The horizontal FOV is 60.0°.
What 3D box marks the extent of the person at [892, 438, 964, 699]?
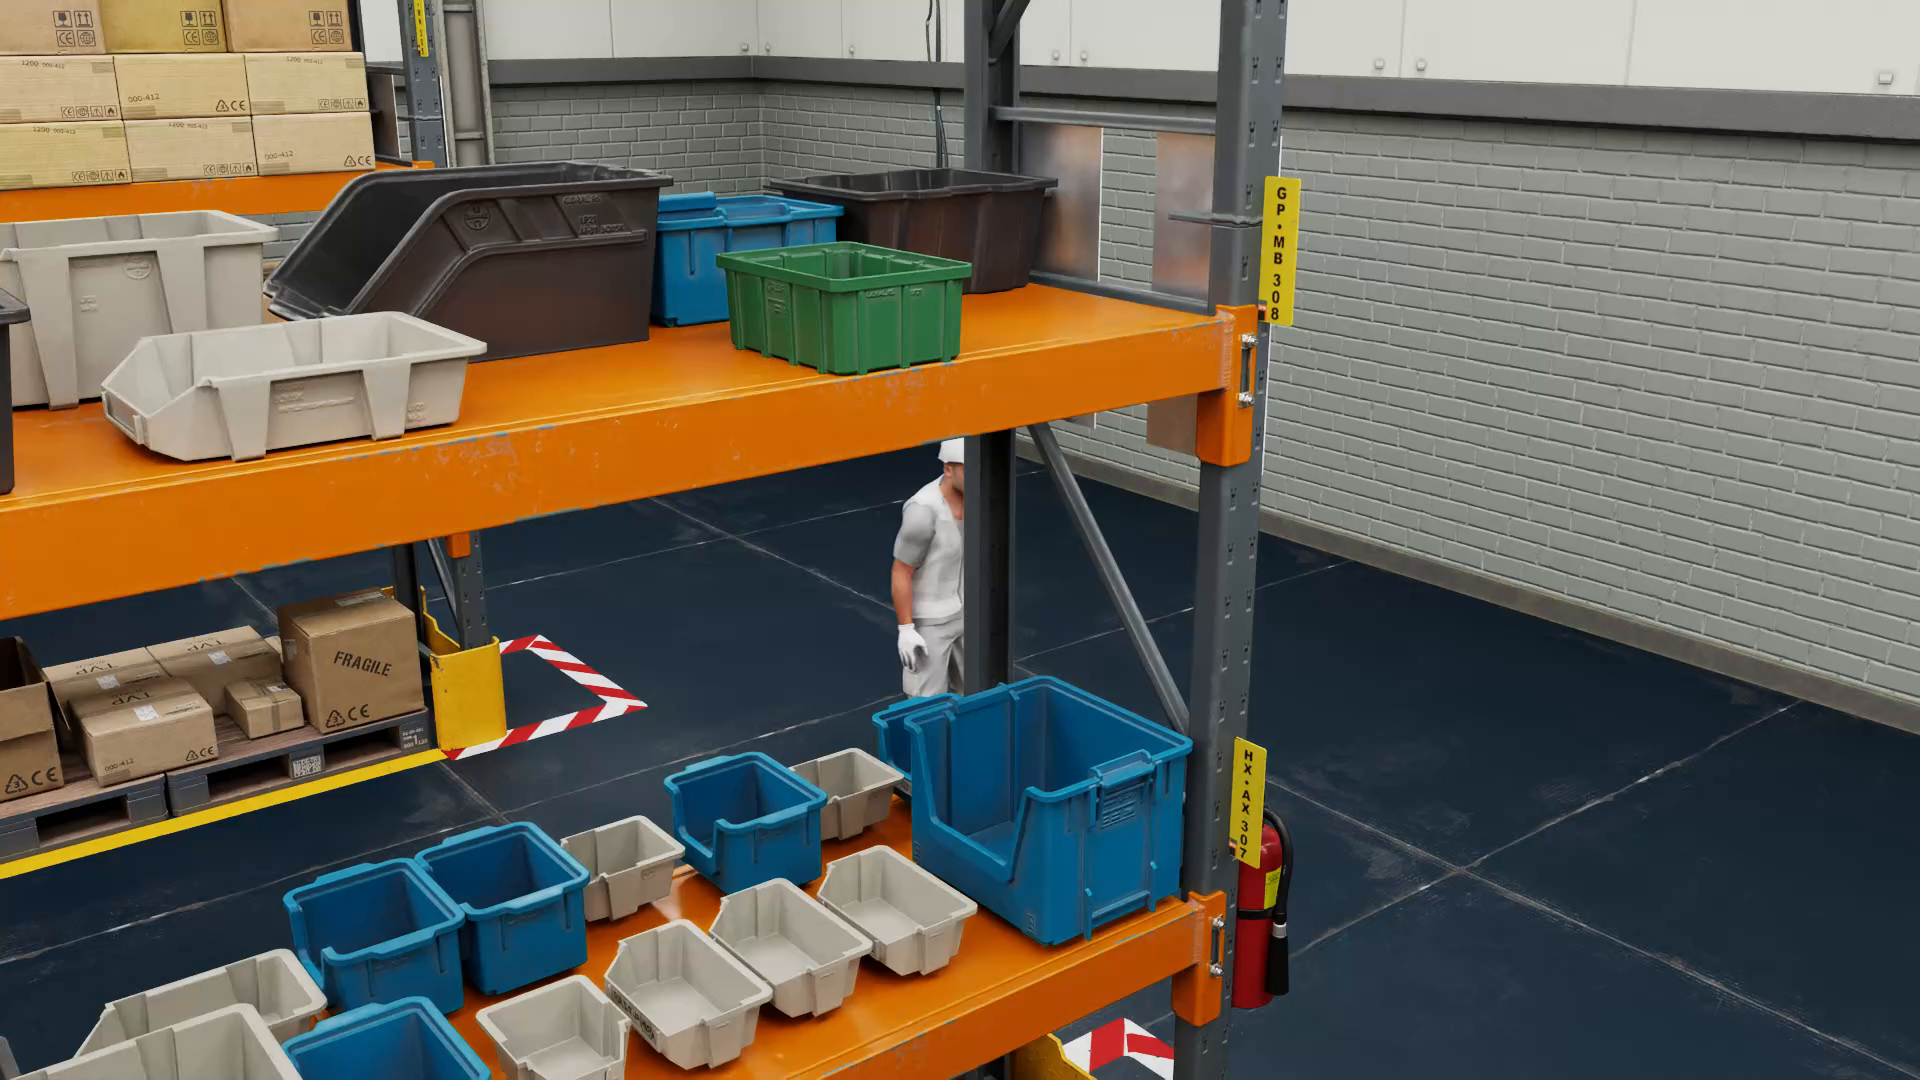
[{"bbox_3d":[-0.040,0.369,7.359,0.614,1.778,0.452,-15,23,-39],"label":"person"}]
